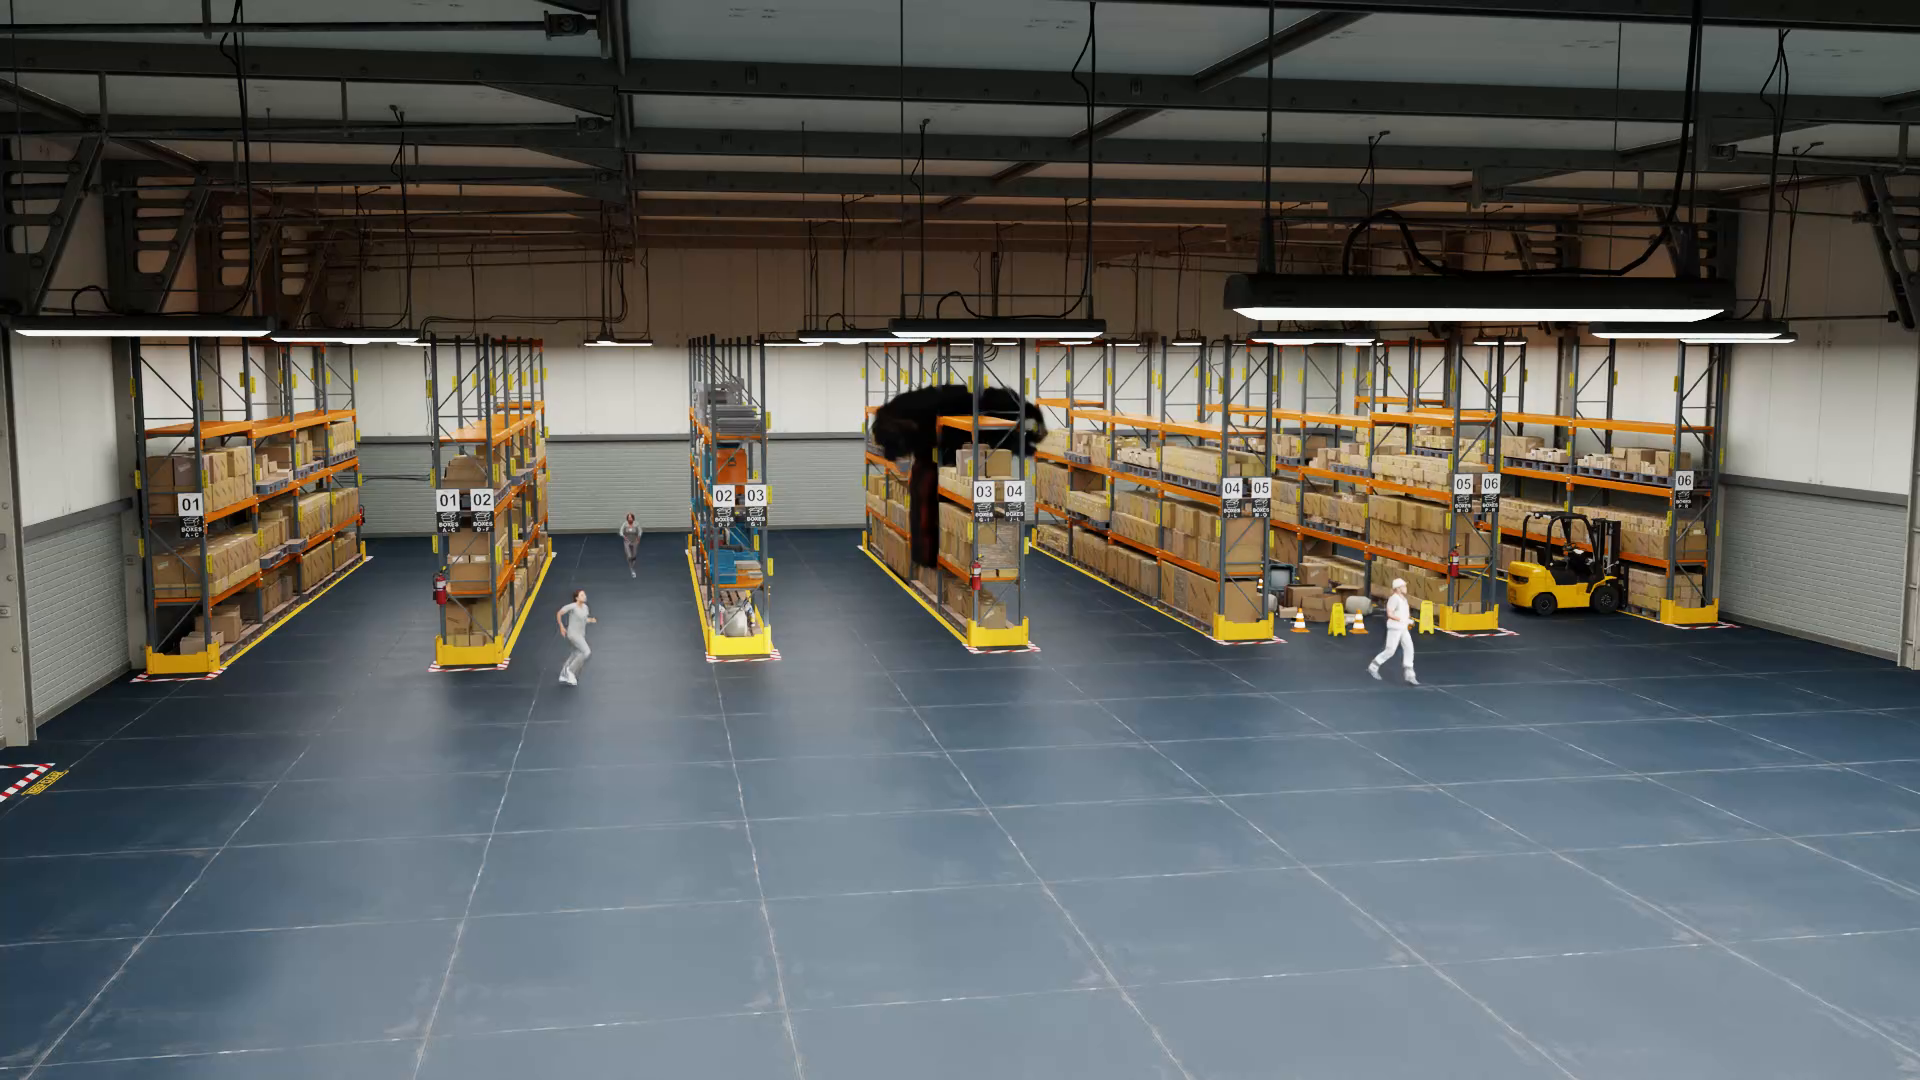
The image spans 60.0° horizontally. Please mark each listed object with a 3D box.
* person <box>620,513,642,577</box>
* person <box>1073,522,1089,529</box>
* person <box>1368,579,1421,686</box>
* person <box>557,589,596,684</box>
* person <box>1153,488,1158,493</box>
[{"bbox_3d":[-7.890,0.109,39.907,0.524,1.551,0.689,-1,7,-9],"label":"person"},{"bbox_3d":[3.510,-0.786,49.665,0.925,1.648,0.687,6,9,42],"label":"person"},{"bbox_3d":[7.522,1.559,28.567,0.945,1.800,0.698,5,8,40],"label":"person"},{"bbox_3d":[-6.534,1.643,28.408,0.711,1.631,0.569,2,7,20],"label":"person"},{"bbox_3d":[5.964,-0.930,50.599,0.573,1.724,0.653,-3,7,-21],"label":"person"}]
